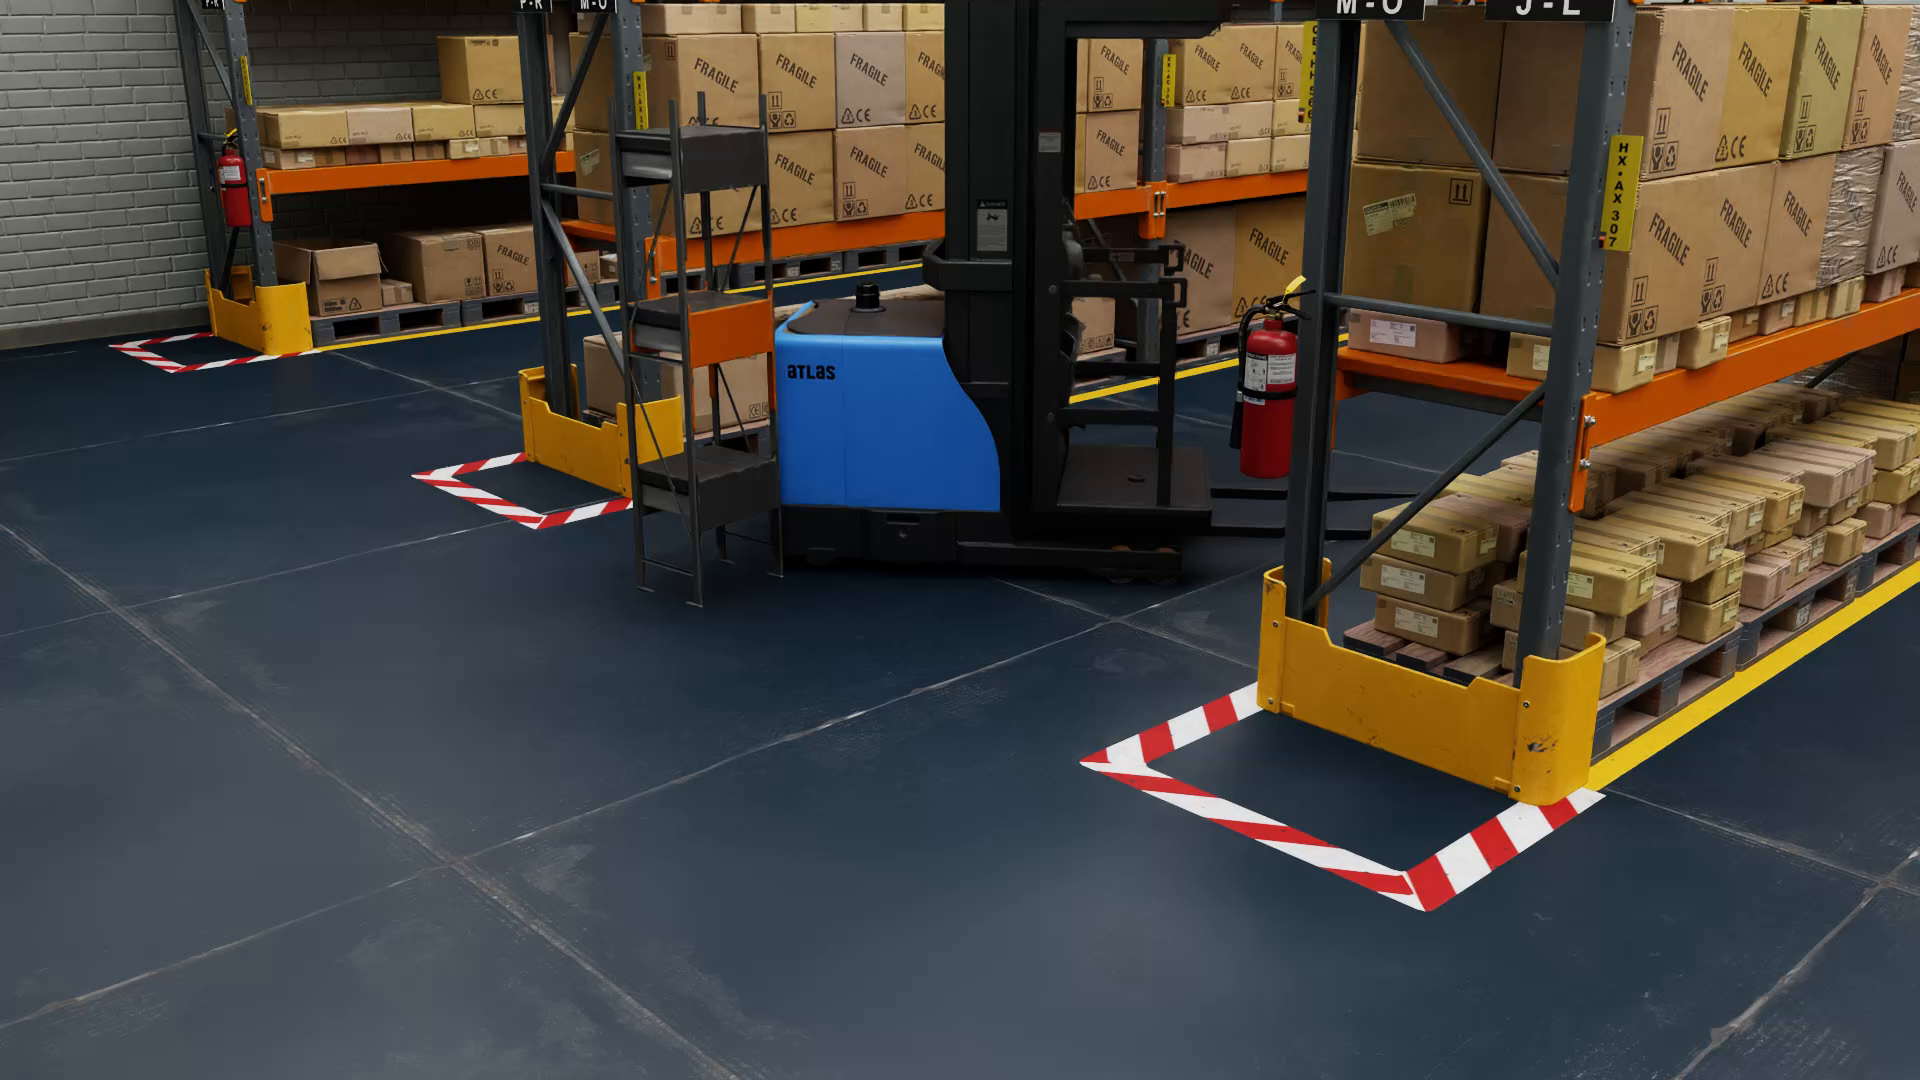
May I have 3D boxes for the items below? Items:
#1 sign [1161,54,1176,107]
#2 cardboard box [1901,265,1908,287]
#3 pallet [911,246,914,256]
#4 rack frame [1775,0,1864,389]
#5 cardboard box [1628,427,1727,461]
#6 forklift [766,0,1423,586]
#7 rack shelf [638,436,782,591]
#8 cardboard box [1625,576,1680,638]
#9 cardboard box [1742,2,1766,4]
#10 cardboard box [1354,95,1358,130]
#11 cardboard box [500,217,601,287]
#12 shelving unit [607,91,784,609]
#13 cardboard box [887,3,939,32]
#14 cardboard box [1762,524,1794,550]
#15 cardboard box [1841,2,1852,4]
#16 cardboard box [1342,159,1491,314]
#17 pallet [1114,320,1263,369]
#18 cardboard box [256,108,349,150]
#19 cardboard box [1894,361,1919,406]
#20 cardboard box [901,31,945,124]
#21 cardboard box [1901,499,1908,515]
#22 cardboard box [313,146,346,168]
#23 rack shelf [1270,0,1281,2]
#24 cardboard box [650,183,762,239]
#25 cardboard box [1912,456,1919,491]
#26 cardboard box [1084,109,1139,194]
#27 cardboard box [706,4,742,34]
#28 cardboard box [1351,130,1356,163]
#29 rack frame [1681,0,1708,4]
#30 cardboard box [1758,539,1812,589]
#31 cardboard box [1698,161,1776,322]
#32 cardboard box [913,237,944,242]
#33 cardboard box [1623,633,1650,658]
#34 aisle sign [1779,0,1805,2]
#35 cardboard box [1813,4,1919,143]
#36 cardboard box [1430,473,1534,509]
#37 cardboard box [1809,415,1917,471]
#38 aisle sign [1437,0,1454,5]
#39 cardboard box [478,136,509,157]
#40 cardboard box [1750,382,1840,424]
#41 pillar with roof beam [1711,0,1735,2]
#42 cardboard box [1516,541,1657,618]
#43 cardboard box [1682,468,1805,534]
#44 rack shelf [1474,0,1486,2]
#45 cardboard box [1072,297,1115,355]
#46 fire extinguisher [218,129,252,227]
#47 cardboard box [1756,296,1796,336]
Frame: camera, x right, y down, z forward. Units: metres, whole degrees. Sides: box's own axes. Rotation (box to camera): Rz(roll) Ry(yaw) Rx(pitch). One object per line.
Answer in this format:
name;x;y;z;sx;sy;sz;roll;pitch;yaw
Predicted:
sign;1.350;-2.974;10.762;0.005;0.325;0.100;-16;24;-41
cardboard box;3.813;-1.167;7.128;0.380;0.149;0.250;17;25;42
pallet;-0.108;-3.132;17.302;1.213;0.211;1.003;-16;24;-41
rack frame;4.442;-1.561;7.935;0.127;3.000;1.000;-16;24;-41
cardboard box;3.102;-0.379;7.267;0.380;0.149;0.250;17;24;42
forklift;0.684;-1.366;7.446;3.031;2.935;1.130;2;18;6
rack shelf;-1.104;-0.125;7.279;0.431;0.518;0.480;14;23;36
cardboard box;2.330;0.203;5.955;0.250;0.149;0.380;-16;24;-41
cardboard box;7.635;-5.157;16.760;0.500;0.500;0.700;-16;24;-41
cardboard box;2.591;-3.171;12.333;0.500;0.250;0.500;17;25;42
cardboard box;-3.440;-2.424;13.970;0.700;0.500;0.500;17;24;42
shelving unit;-1.104;-0.804;7.059;0.431;2.100;0.503;14;23;36
cardboard box;-0.335;-2.965;9.432;0.250;0.149;0.380;-17;25;-42
cardboard box;3.208;-0.098;6.884;0.250;0.149;0.380;-15;23;-38
cardboard box;9.466;-5.699;18.433;0.500;0.500;0.700;-17;25;-42
cardboard box;1.685;-1.055;5.731;0.500;0.500;0.500;-16;24;-40
pallet;1.476;-1.503;12.277;1.213;0.211;1.003;-16;24;-41
cardboard box;-4.837;-3.019;12.193;0.500;0.250;0.500;-16;24;-41
cardboard box;5.161;-0.669;8.556;0.500;0.500;0.500;-15;23;-39
cardboard box;-0.293;-2.690;9.635;0.500;0.500;0.500;-16;24;-41
cardboard box;4.145;-0.209;7.707;0.250;0.149;0.380;-15;23;-39
cardboard box;-4.772;-2.866;12.367;0.250;0.149;0.380;-15;24;-39
rack shelf;1.914;-6.116;18.289;4.000;0.370;1.077;-16;24;-41
cardboard box;-1.393;-1.886;8.776;0.500;0.500;0.500;-17;24;-41
cardboard box;4.243;-0.348;7.653;0.380;0.149;0.250;16;24;41
cardboard box;0.806;-2.541;10.796;0.500;0.500;0.500;-16;24;-40
cardboard box;-1.349;-2.718;8.668;0.250;0.149;0.380;-16;24;-40
cardboard box;2.596;-2.930;12.403;0.500;0.250;0.500;-17;24;-42
rack frame;6.780;-4.344;16.519;0.127;3.000;1.000;-16;24;-41
cardboard box;3.251;0.073;6.837;0.250;0.149;0.380;-16;24;-41
cardboard box;2.423;-1.055;5.730;0.500;0.500;0.500;-16;24;-41
cardboard box;-0.448;-3.266;16.565;0.500;0.500;0.500;-15;23;-39
cardboard box;2.270;0.330;6.045;0.250;0.149;0.380;-16;24;-41
aisle sign;9.519;-6.511;18.987;0.004;0.787;0.394;-16;24;-41
cardboard box;3.532;-1.849;6.559;0.500;0.500;0.500;-15;24;-39
cardboard box;2.069;-0.133;6.507;0.250;0.149;0.380;-17;25;-42
cardboard box;4.028;-0.436;7.444;0.250;0.149;0.380;-17;24;-41
aisle sign;6.523;-7.488;22.001;0.004;0.787;0.394;-16;24;-41
cardboard box;-3.777;-3.124;13.163;0.250;0.149;0.380;-16;24;-40
cardboard box;4.049;-0.661;8.137;0.250;0.149;0.380;-15;23;-39
pillar with roof beam;16.826;-10.789;26.672;0.400;9.000;9.100;-16;24;-41
cardboard box;2.150;0.125;5.712;0.380;0.149;0.250;17;24;41
cardboard box;3.092;-0.158;6.586;0.250;0.149;0.380;-16;24;-40
rack shelf;2.421;-4.157;12.246;4.000;0.370;1.077;-16;24;-41
cardboard box;0.438;-1.521;11.285;0.875;0.438;0.875;-17;24;-42
fire extinguisher;-5.141;-2.564;11.759;0.183;0.674;0.296;-16;24;-41
cardboard box;2.892;-0.881;6.245;0.250;0.149;0.380;-17;24;-42
